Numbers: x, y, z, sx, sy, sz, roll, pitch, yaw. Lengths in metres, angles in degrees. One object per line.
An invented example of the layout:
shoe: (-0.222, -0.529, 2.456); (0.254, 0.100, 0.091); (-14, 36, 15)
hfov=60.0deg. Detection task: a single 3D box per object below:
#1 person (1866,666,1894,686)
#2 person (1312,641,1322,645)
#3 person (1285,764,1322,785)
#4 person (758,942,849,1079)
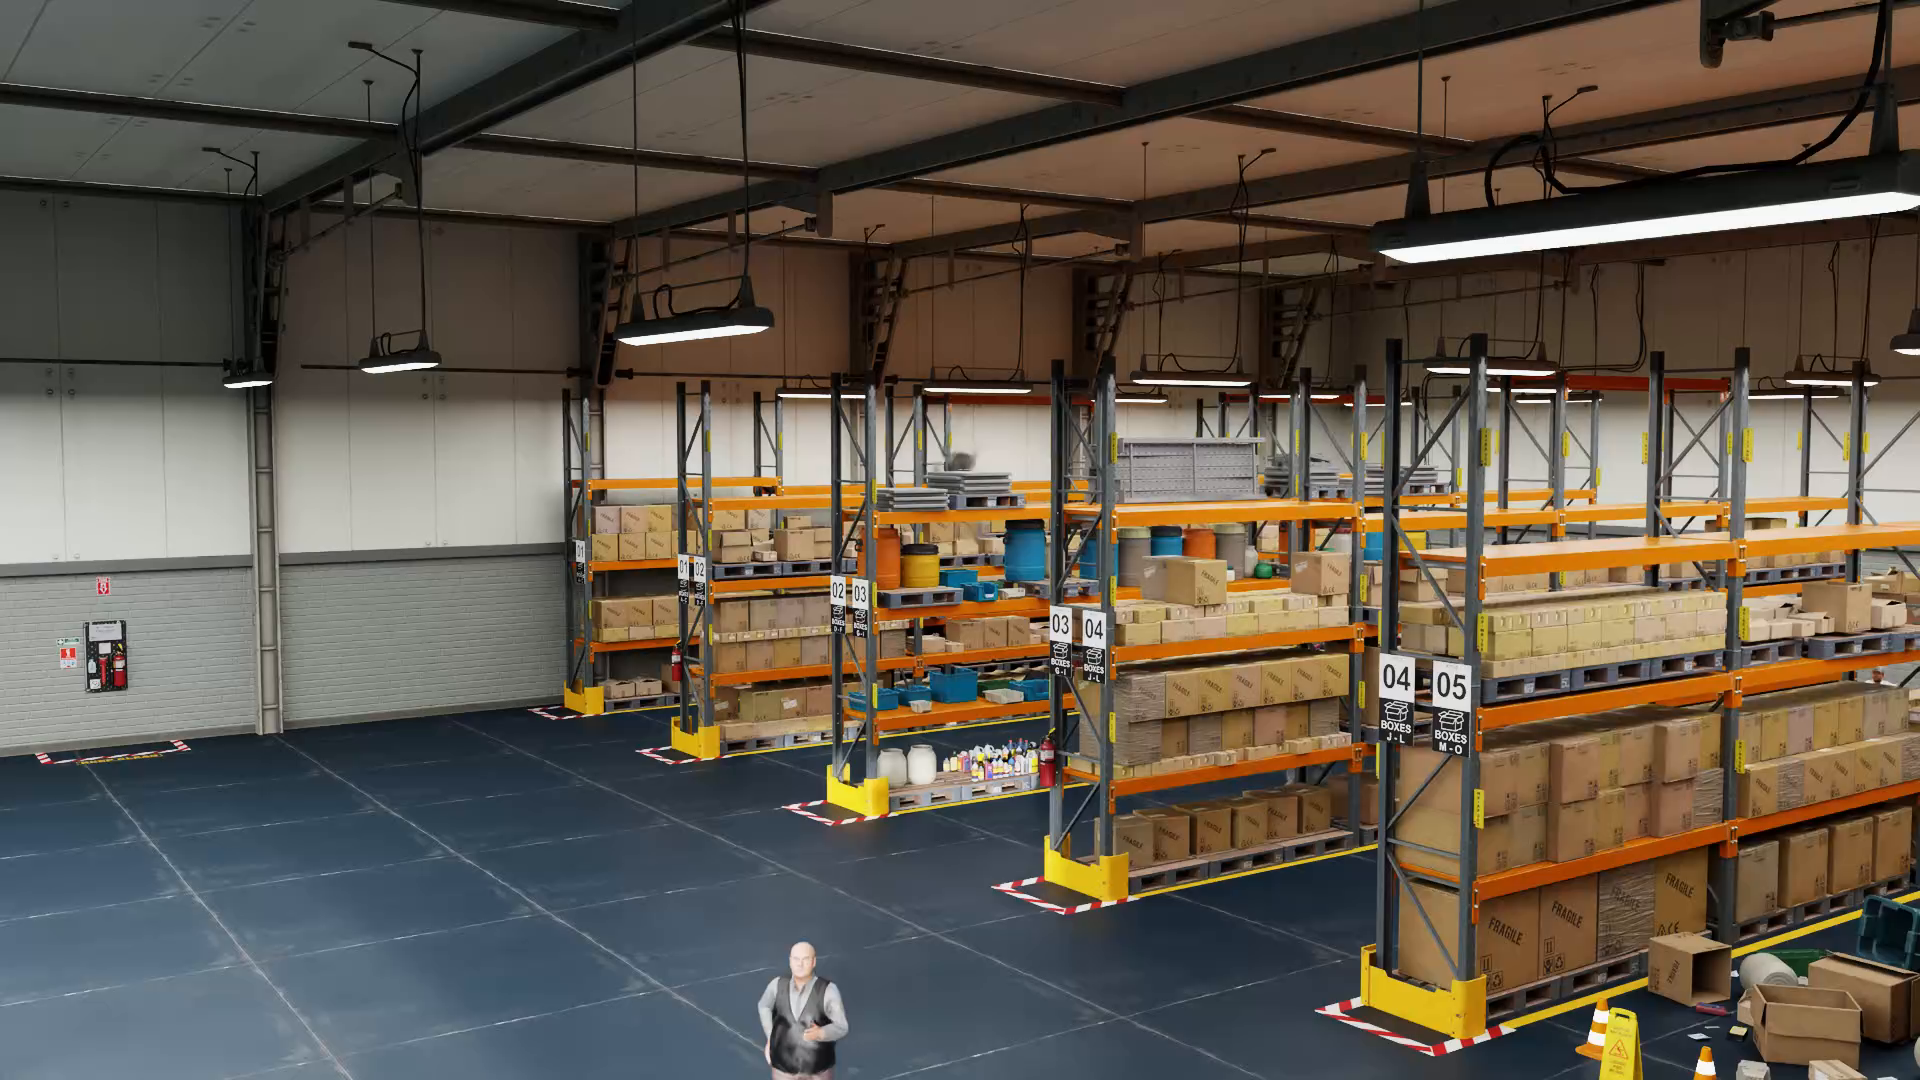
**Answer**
person: (14.008, 2.739, 25.376); (0.656, 1.668, 0.656); (3, 5, 42)
person: (7.063, 2.293, 32.268); (0.751, 1.645, 0.522); (-3, 5, -40)
person: (4.957, 2.787, 24.209); (0.765, 1.681, 0.637); (-3, 5, -39)
person: (-1.061, 3.590, 11.165); (0.639, 1.778, 0.731); (0, 4, 0)
